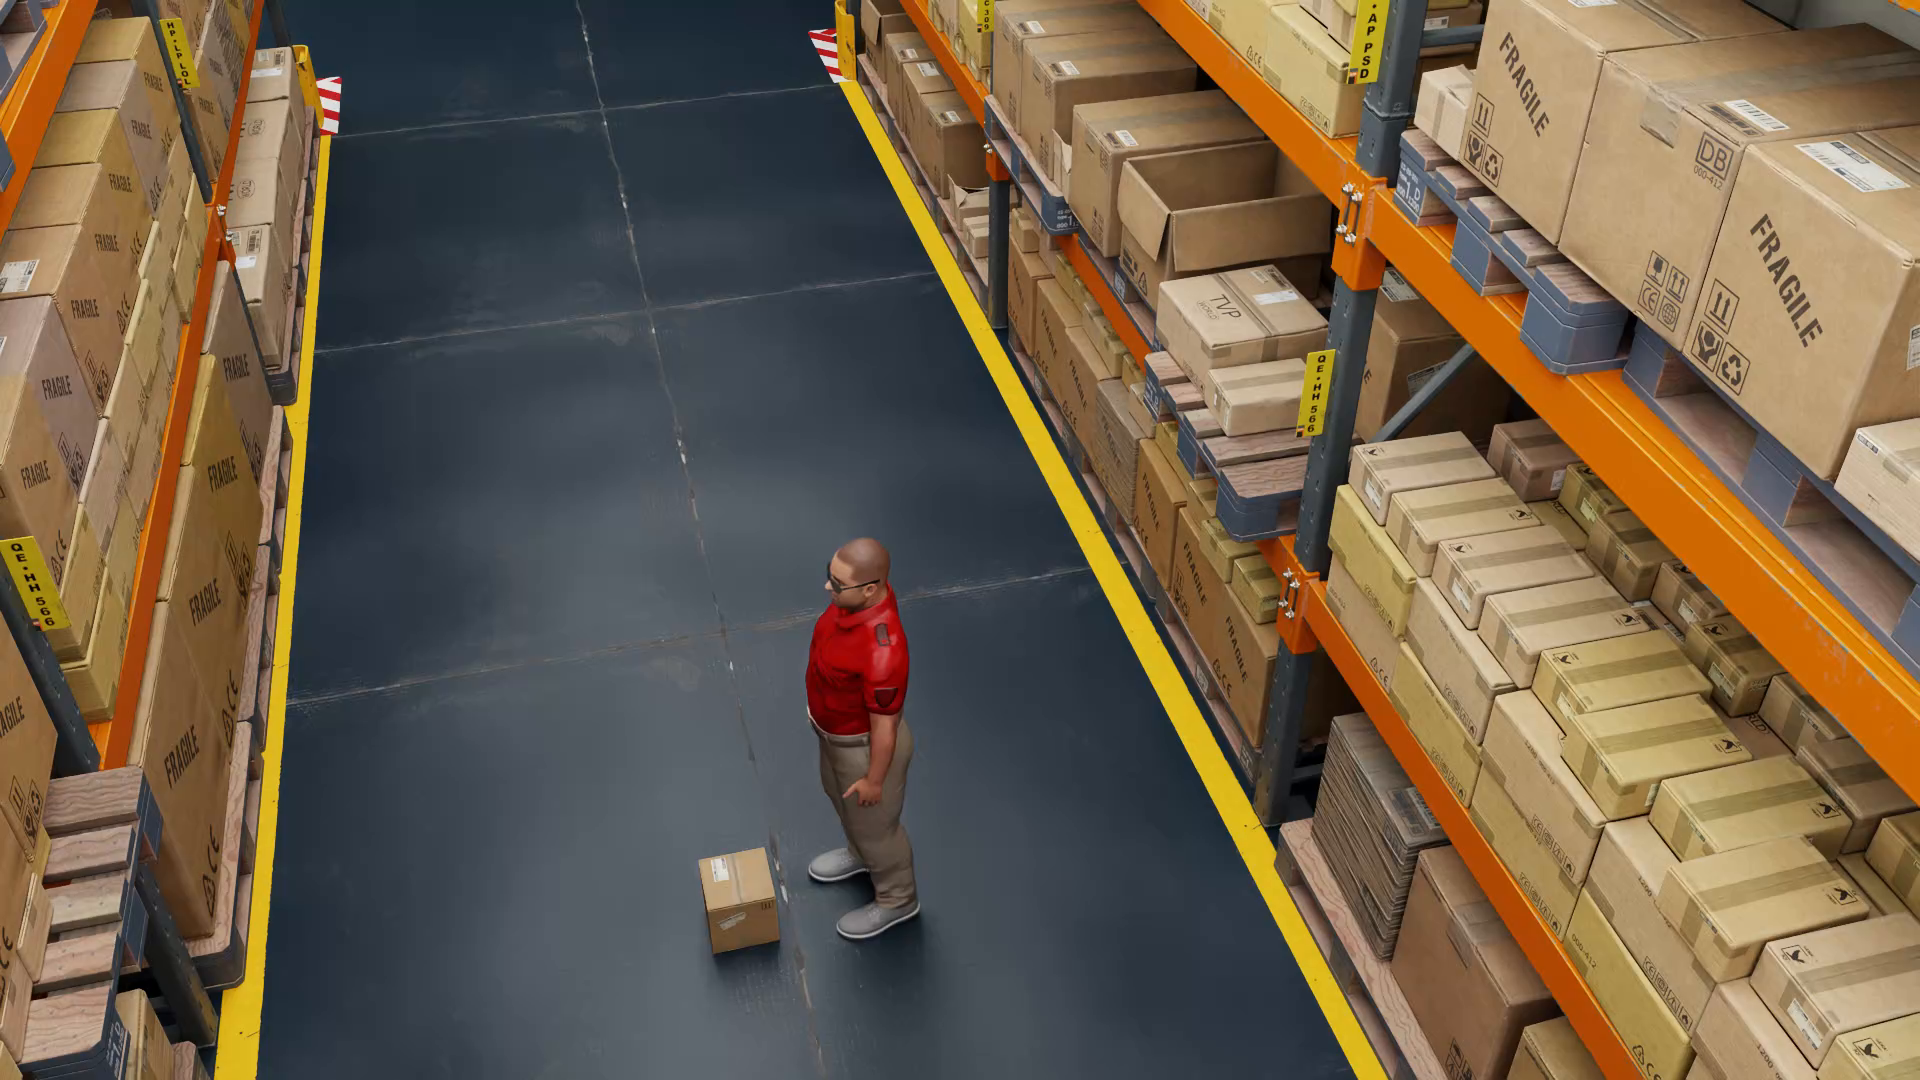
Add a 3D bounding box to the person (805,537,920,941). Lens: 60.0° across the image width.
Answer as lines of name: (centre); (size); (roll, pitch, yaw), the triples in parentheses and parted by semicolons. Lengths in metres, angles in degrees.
person: (-0.362, 0.695, 5.842); (0.384, 1.726, 0.530); (-9, 39, -11)
